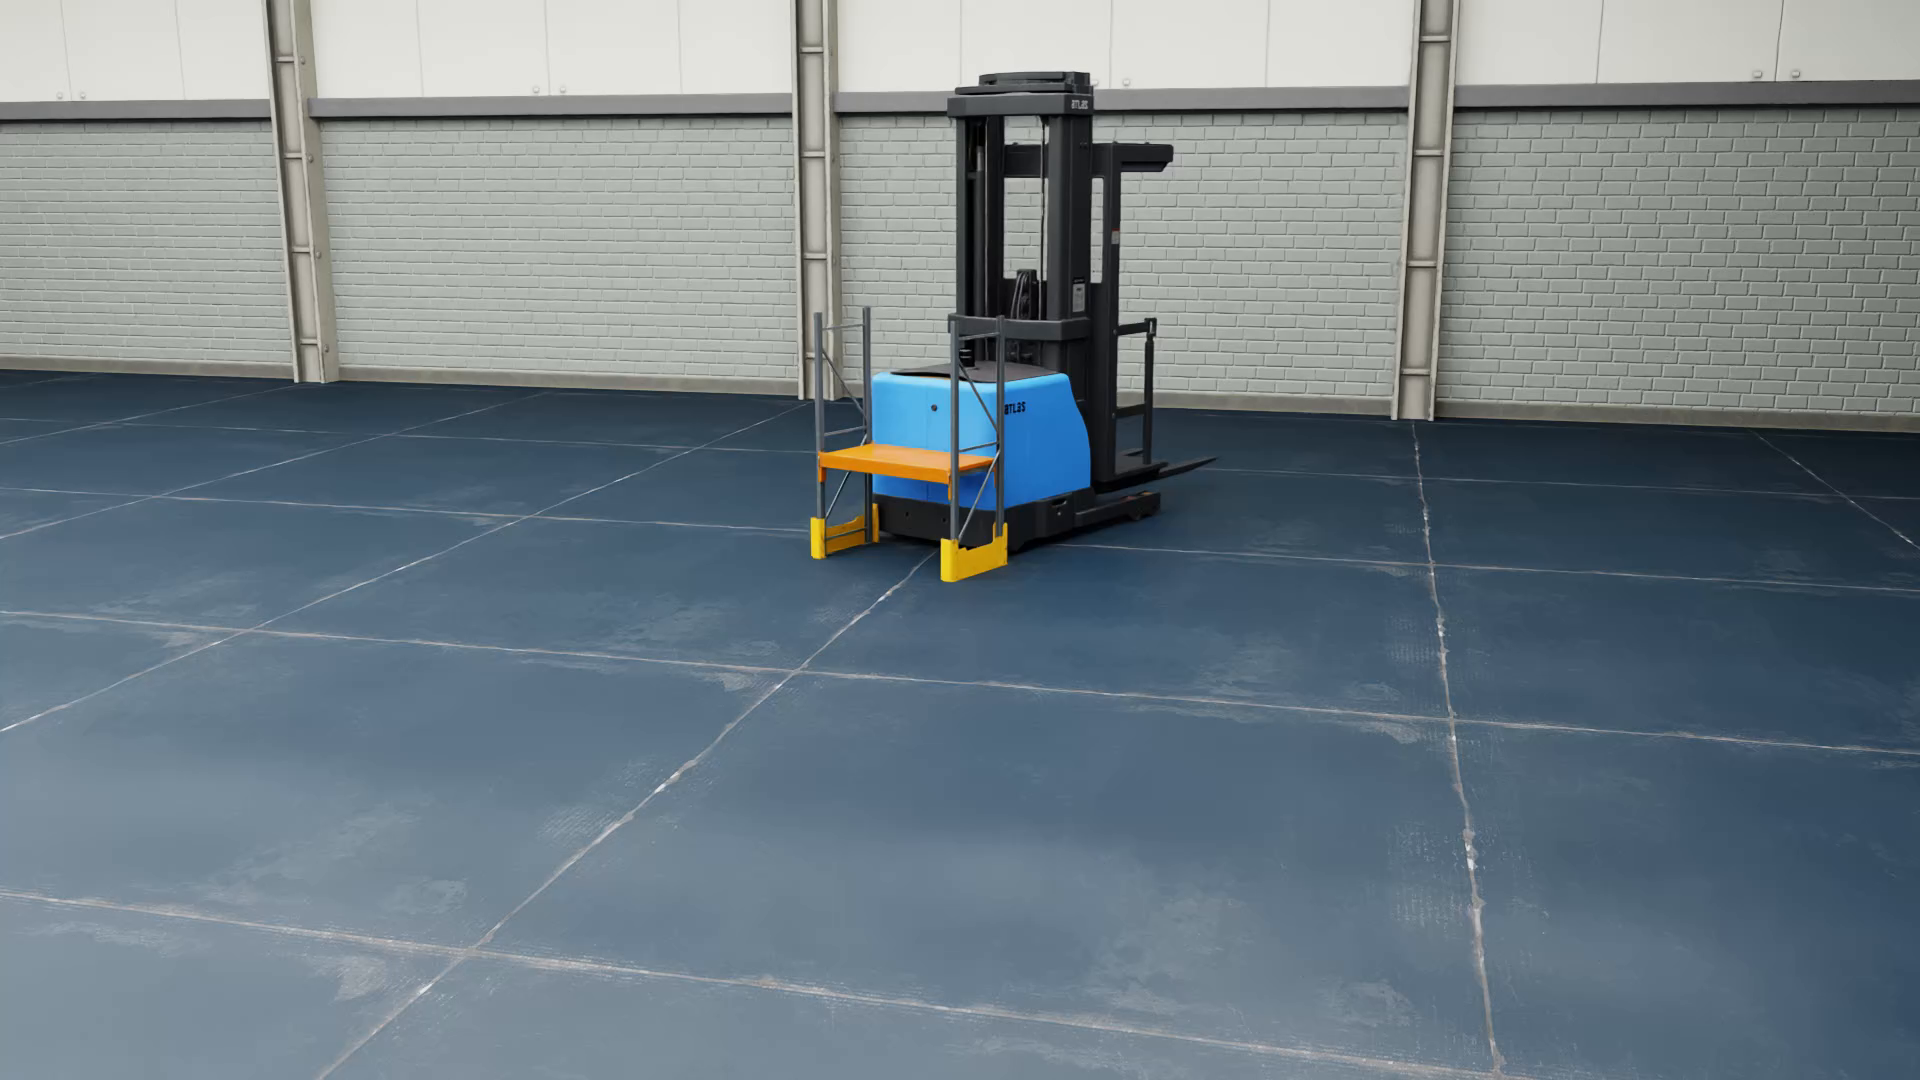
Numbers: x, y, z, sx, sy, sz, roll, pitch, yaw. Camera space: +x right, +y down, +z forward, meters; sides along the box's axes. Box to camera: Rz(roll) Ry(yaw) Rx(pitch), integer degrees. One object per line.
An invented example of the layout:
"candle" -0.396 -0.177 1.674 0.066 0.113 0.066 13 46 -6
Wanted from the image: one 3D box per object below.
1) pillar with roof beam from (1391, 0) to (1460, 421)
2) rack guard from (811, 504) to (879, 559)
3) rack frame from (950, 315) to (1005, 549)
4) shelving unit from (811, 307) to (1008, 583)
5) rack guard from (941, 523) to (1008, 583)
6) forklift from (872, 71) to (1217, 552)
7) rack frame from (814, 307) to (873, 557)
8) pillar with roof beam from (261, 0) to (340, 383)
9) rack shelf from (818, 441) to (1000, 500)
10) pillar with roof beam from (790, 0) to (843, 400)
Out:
"pillar with roof beam" 3.334 -4.668 10.996 0.400 9.000 9.100 3 13 14
"rack guard" -0.715 -0.058 10.417 0.087 0.250 0.587 9 15 35
"rack frame" 0.105 -0.538 9.696 0.032 1.500 0.500 9 15 35
"shelving unit" -0.313 -0.604 9.994 1.083 1.500 0.587 9 15 35
"rack guard" 0.089 0.070 9.842 0.087 0.250 0.587 9 15 35
"forklift" 0.732 -1.622 11.279 1.130 2.935 3.031 10 16 37
"rack frame" -0.716 -0.668 10.282 0.032 1.500 0.500 9 15 35
"pillar with roof beam" -8.316 -5.290 13.802 0.400 9.000 9.100 3 13 14
"rack shelf" -0.306 -0.427 10.028 1.000 0.185 0.538 9 15 35
"pillar with roof beam" -2.491 -4.979 12.399 0.400 9.000 9.100 3 13 14
